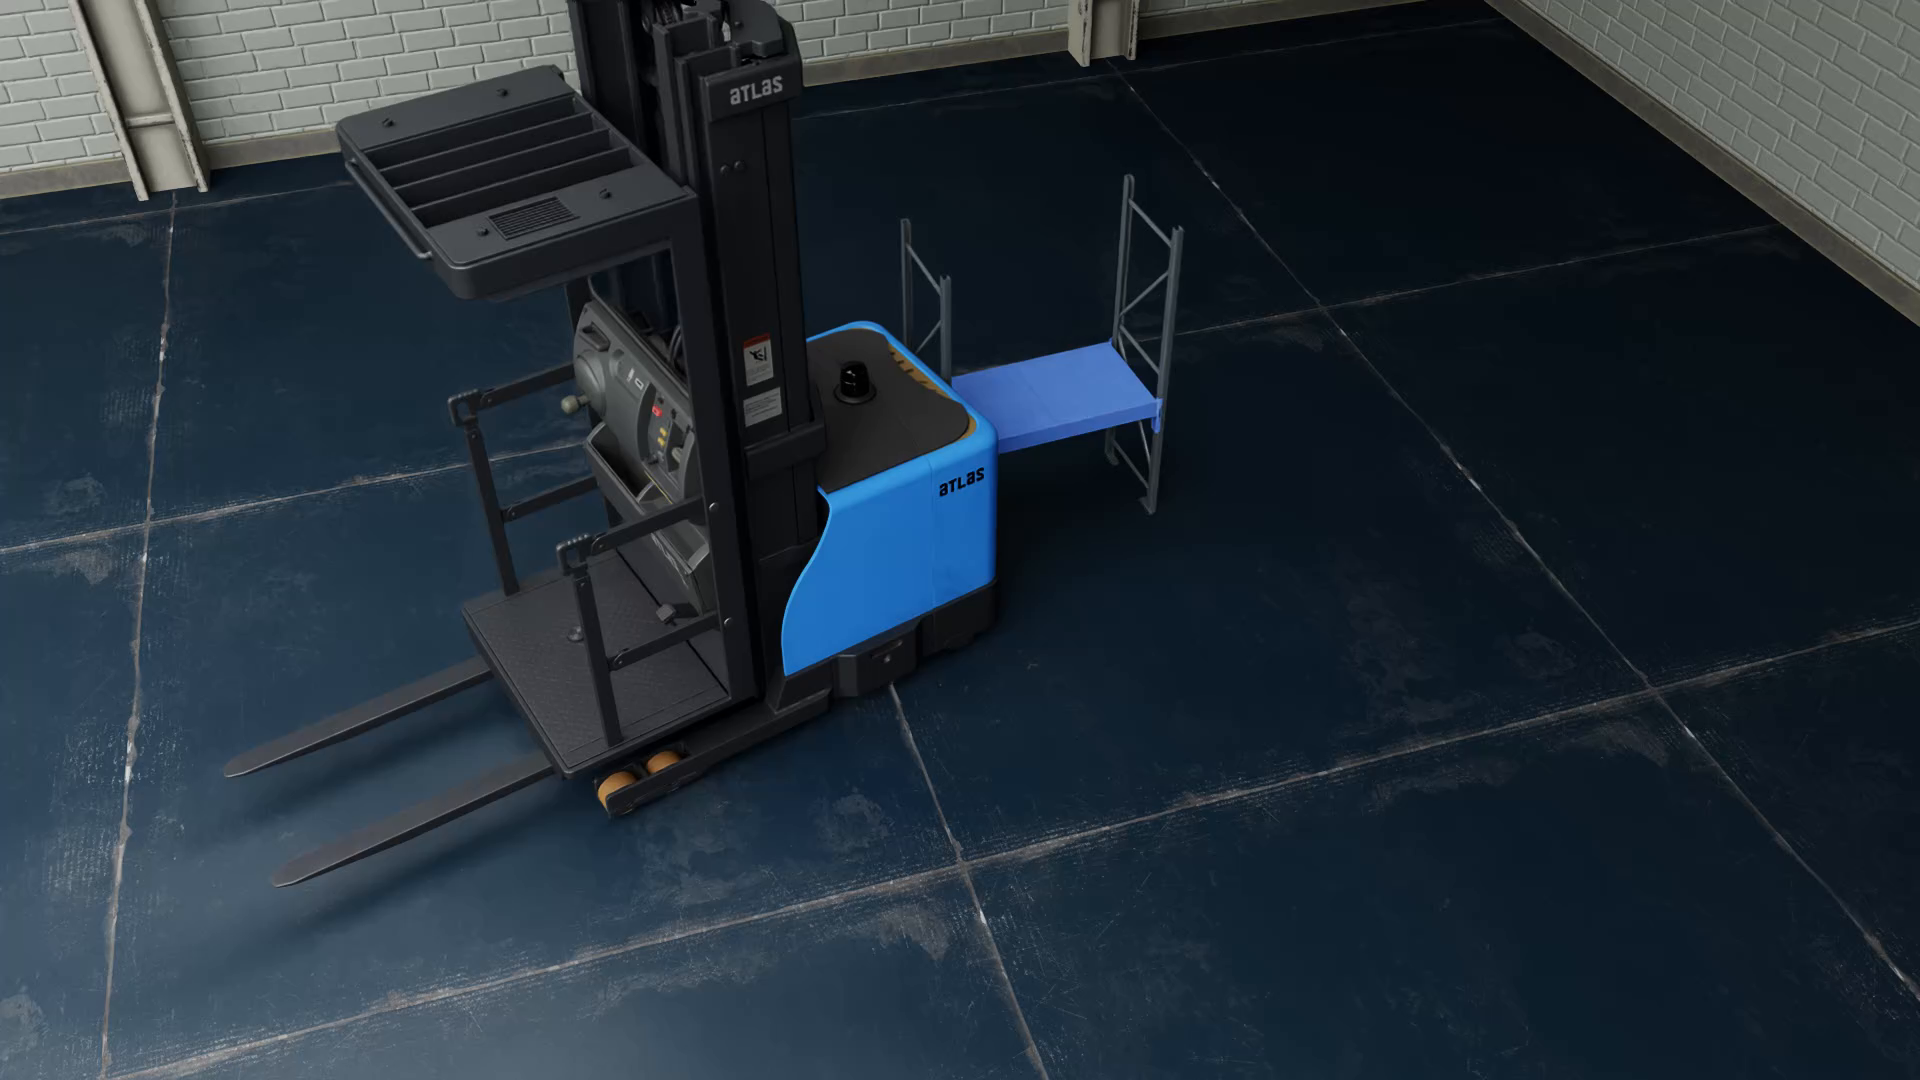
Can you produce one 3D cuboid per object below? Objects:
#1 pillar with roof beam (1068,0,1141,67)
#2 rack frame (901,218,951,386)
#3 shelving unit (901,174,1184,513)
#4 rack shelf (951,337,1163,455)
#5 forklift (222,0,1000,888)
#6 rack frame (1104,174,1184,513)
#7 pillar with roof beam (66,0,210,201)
[{"bbox_3d":[2.264,-4.030,5.373,0.400,9.000,9.100,-12,42,-13],"label":"pillar with roof beam"},{"bbox_3d":[-0.140,-0.601,7.147,0.032,1.500,0.500,-14,43,-16],"label":"rack frame"},{"bbox_3d":[0.333,-0.722,7.286,1.048,1.500,0.538,-14,43,-16],"label":"shelving unit"},{"bbox_3d":[0.333,-0.587,7.405,1.000,0.185,0.538,-14,43,-16],"label":"rack shelf"},{"bbox_3d":[-1.343,-0.447,5.884,3.031,2.935,1.130,-24,46,-25],"label":"forklift"},{"bbox_3d":[0.807,-0.844,7.426,0.032,1.500,0.500,-14,43,-16],"label":"rack frame"},{"bbox_3d":[-3.459,-2.844,4.016,0.400,9.000,9.100,-12,42,-13],"label":"pillar with roof beam"}]
